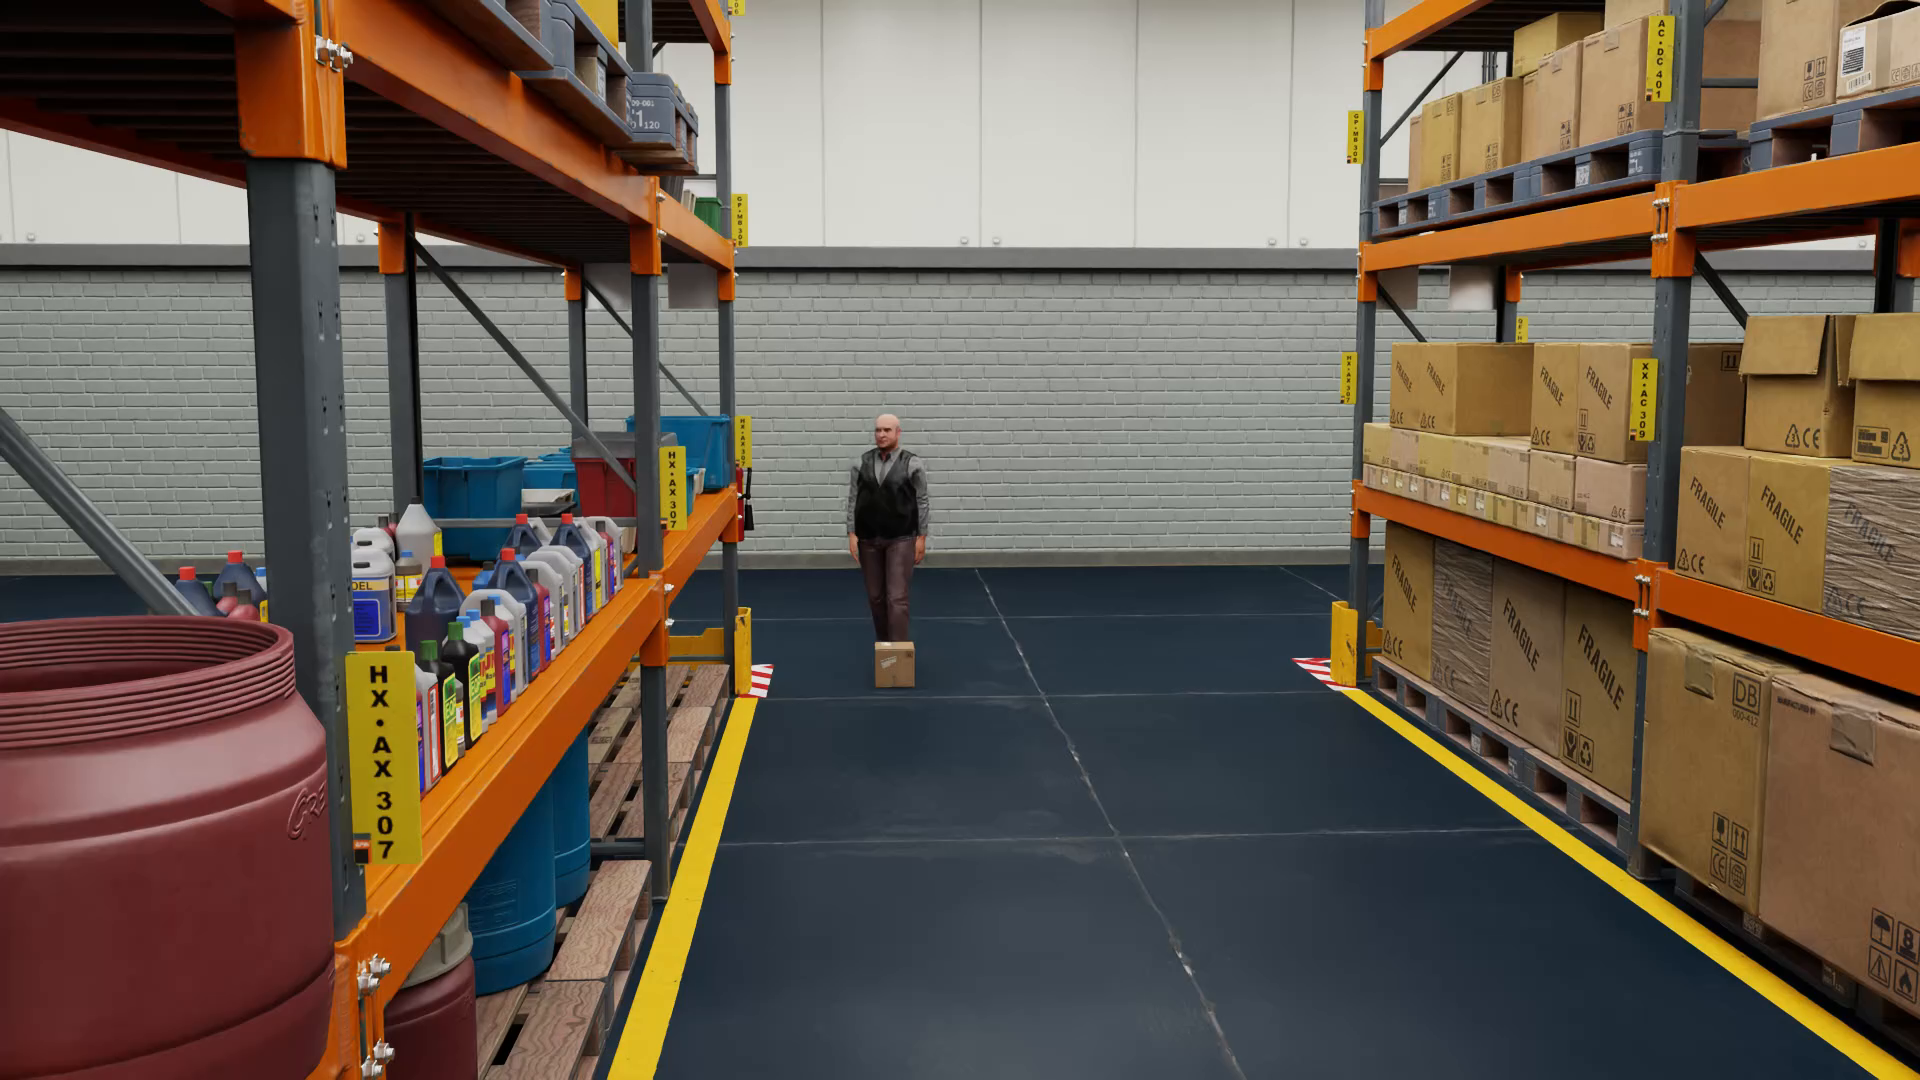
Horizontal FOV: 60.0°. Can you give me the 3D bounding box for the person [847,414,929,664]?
[{"bbox_3d":[-0.501,0.014,11.167,0.544,1.719,0.655,2,7,15],"label":"person"}]
